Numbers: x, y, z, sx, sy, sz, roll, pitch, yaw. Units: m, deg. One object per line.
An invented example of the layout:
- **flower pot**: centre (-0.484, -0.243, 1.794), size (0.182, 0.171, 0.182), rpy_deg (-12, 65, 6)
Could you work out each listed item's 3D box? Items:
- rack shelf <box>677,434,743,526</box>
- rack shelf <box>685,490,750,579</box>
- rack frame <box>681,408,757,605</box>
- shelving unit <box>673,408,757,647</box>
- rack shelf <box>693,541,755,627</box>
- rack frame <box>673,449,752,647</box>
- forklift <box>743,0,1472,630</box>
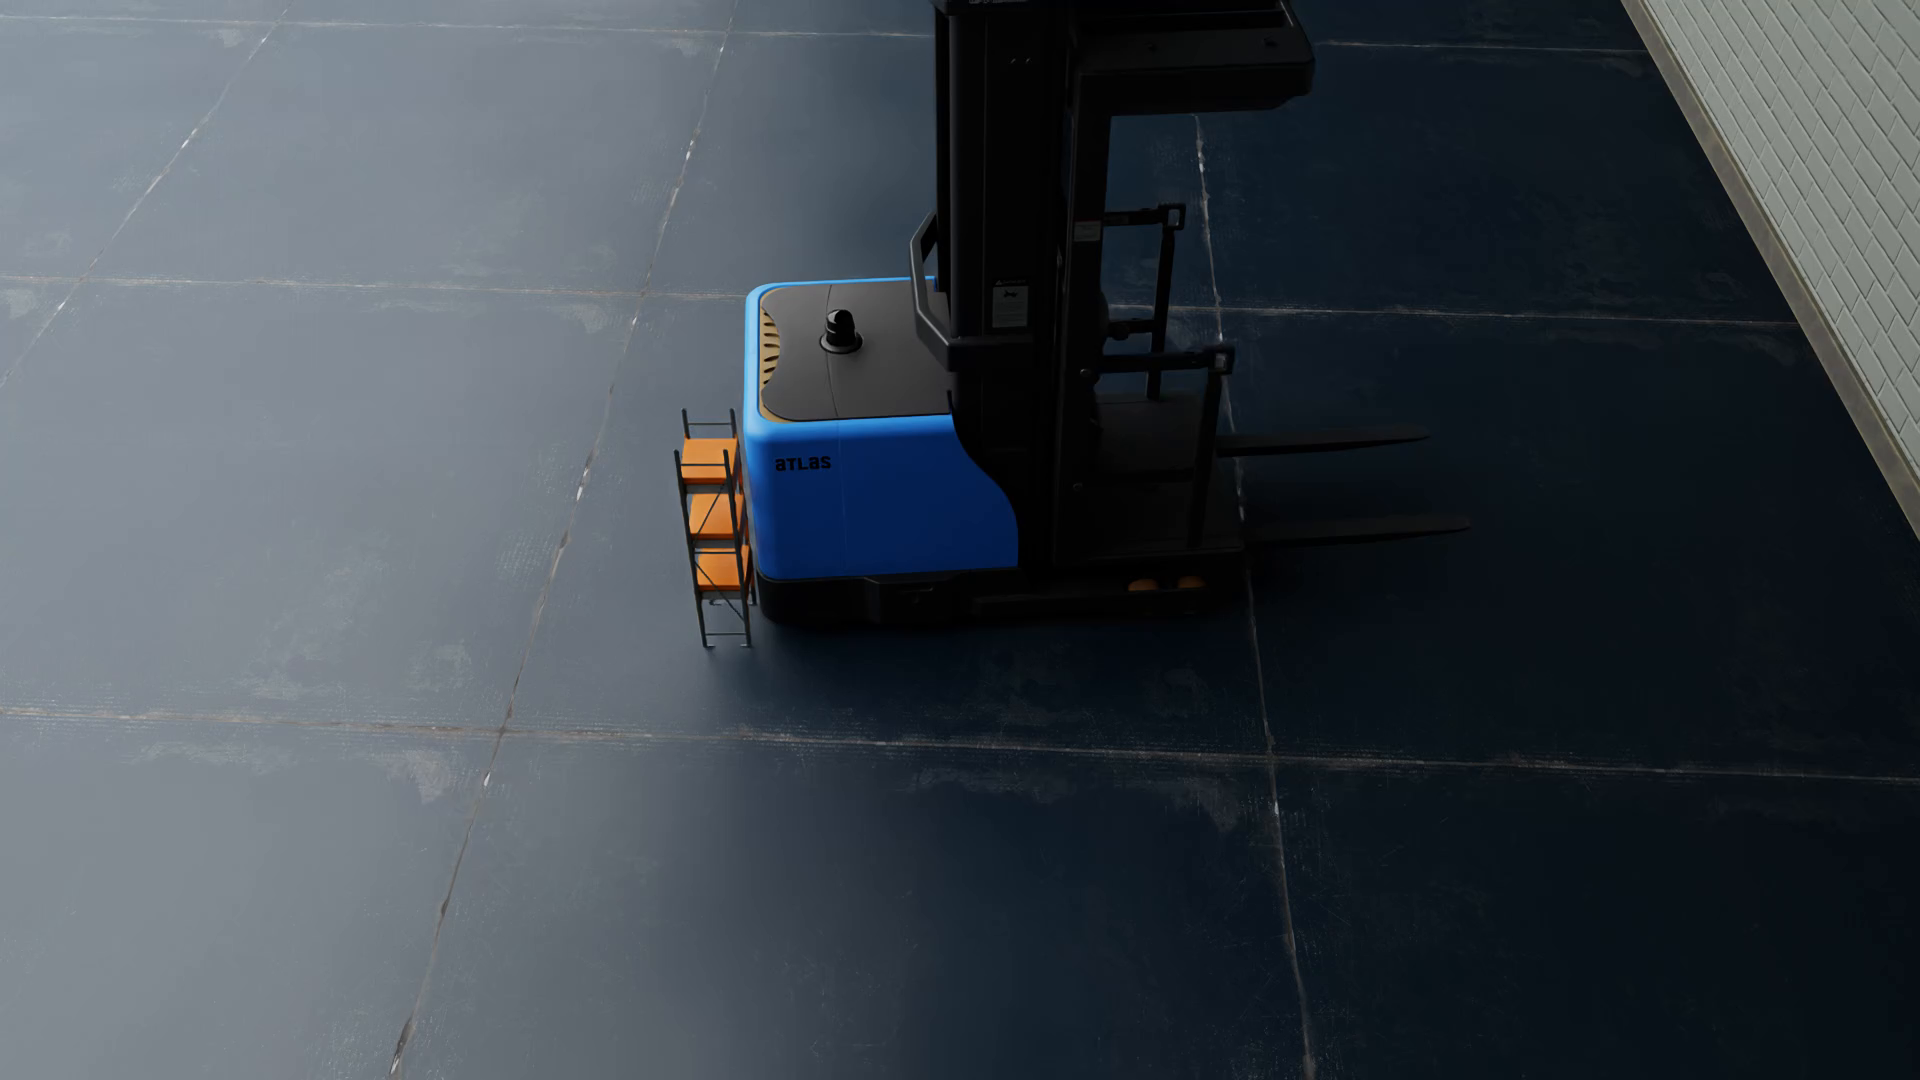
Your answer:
- **rack shelf**: centre (-0.960, -0.231, 6.411), size (0.215, 0.259, 0.240), rpy_deg (0, 43, 0)
- **rack shelf**: centre (-0.960, -0.022, 6.604), size (0.215, 0.259, 0.240), rpy_deg (0, 43, 0)
- **rack frame**: centre (-0.960, -0.113, 6.686), size (0.200, 1.050, 0.008), rpy_deg (0, 43, 0)
- **shelving unit**: centre (-0.960, -0.030, 6.596), size (0.215, 1.050, 0.252), rpy_deg (0, 43, 0)
- **rack shelf**: centre (-0.960, 0.182, 6.792), size (0.215, 0.259, 0.240), rpy_deg (0, 43, 0)
- **rack frame**: centre (-0.960, 0.052, 6.507), size (0.200, 1.050, 0.008), rpy_deg (0, 43, 0)
- **forklift**: centre (0.644, -1.109, 6.375), size (3.031, 2.935, 1.130), rpy_deg (-3, 43, -3)
